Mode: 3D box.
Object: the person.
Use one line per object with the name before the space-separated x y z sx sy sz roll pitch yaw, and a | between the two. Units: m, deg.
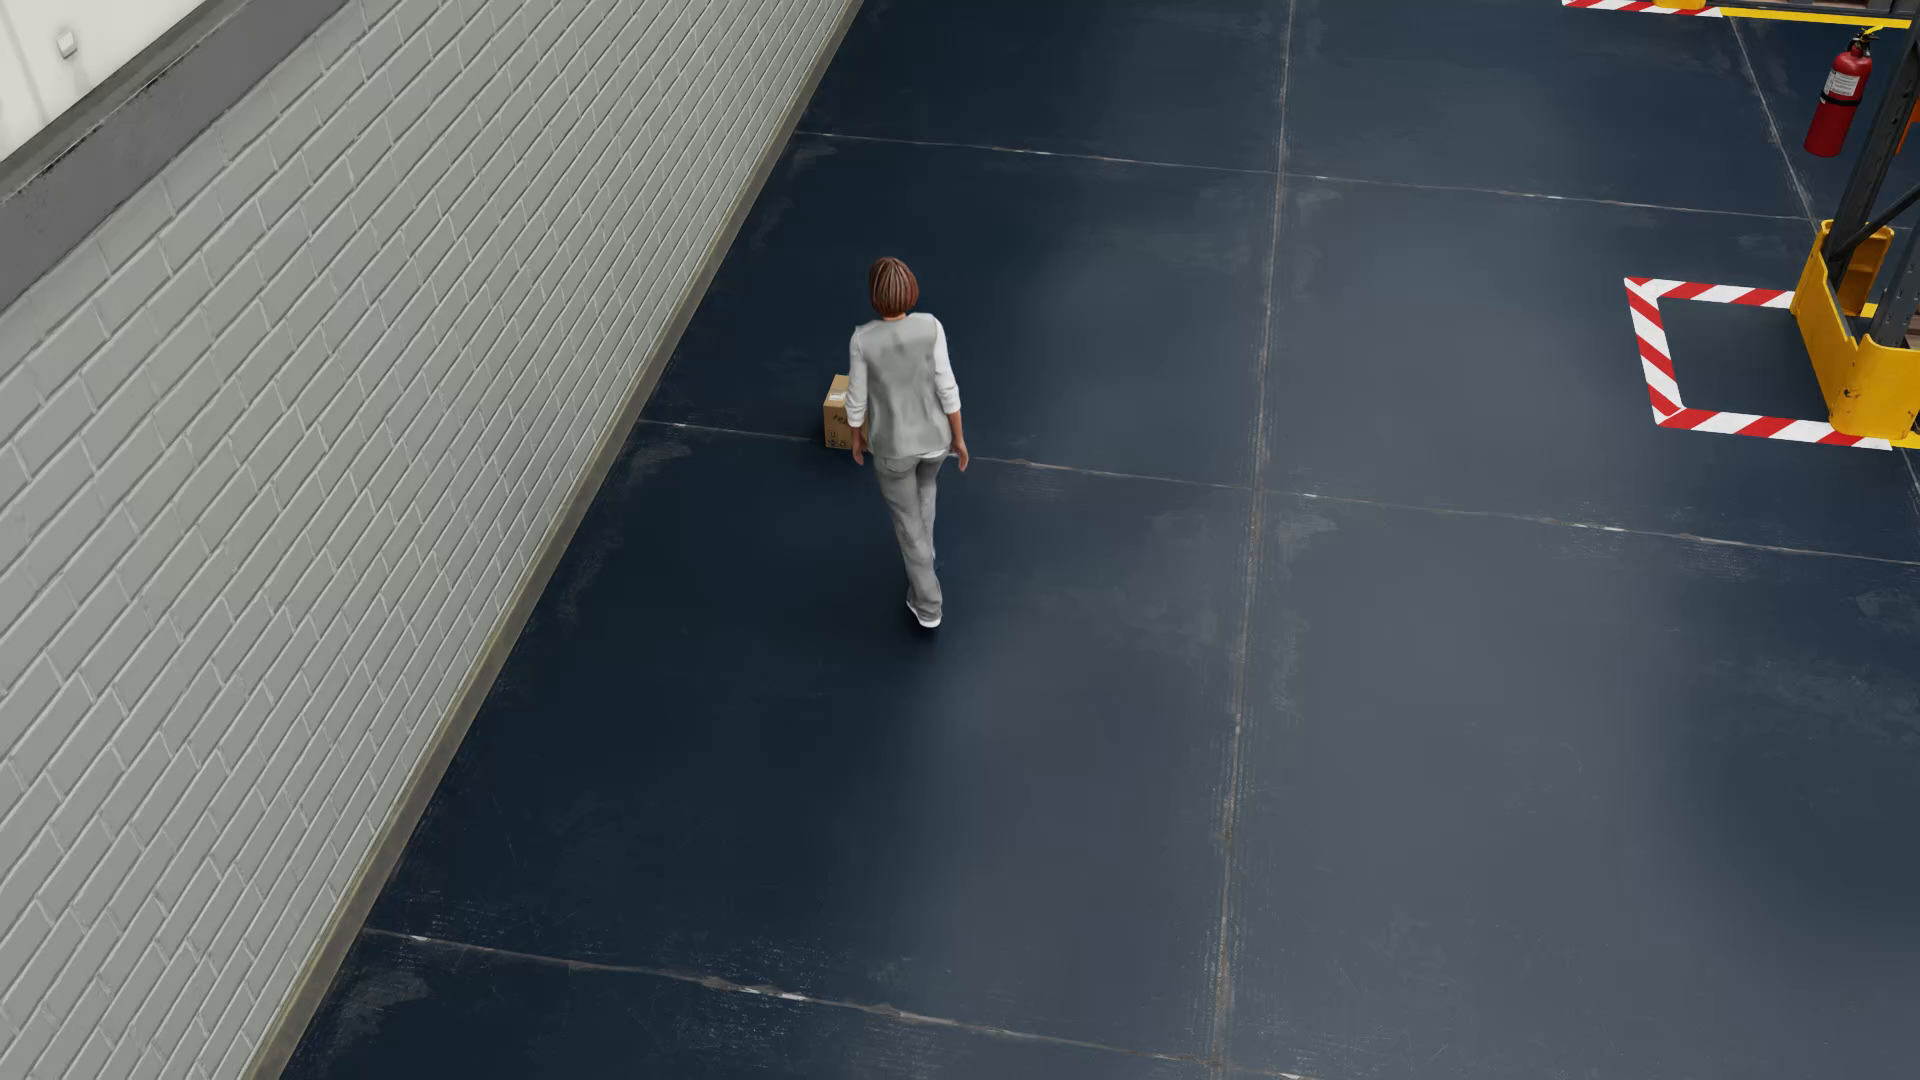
person | -0.212 -0.361 6.594 0.443 1.620 0.601 -14 43 -15
